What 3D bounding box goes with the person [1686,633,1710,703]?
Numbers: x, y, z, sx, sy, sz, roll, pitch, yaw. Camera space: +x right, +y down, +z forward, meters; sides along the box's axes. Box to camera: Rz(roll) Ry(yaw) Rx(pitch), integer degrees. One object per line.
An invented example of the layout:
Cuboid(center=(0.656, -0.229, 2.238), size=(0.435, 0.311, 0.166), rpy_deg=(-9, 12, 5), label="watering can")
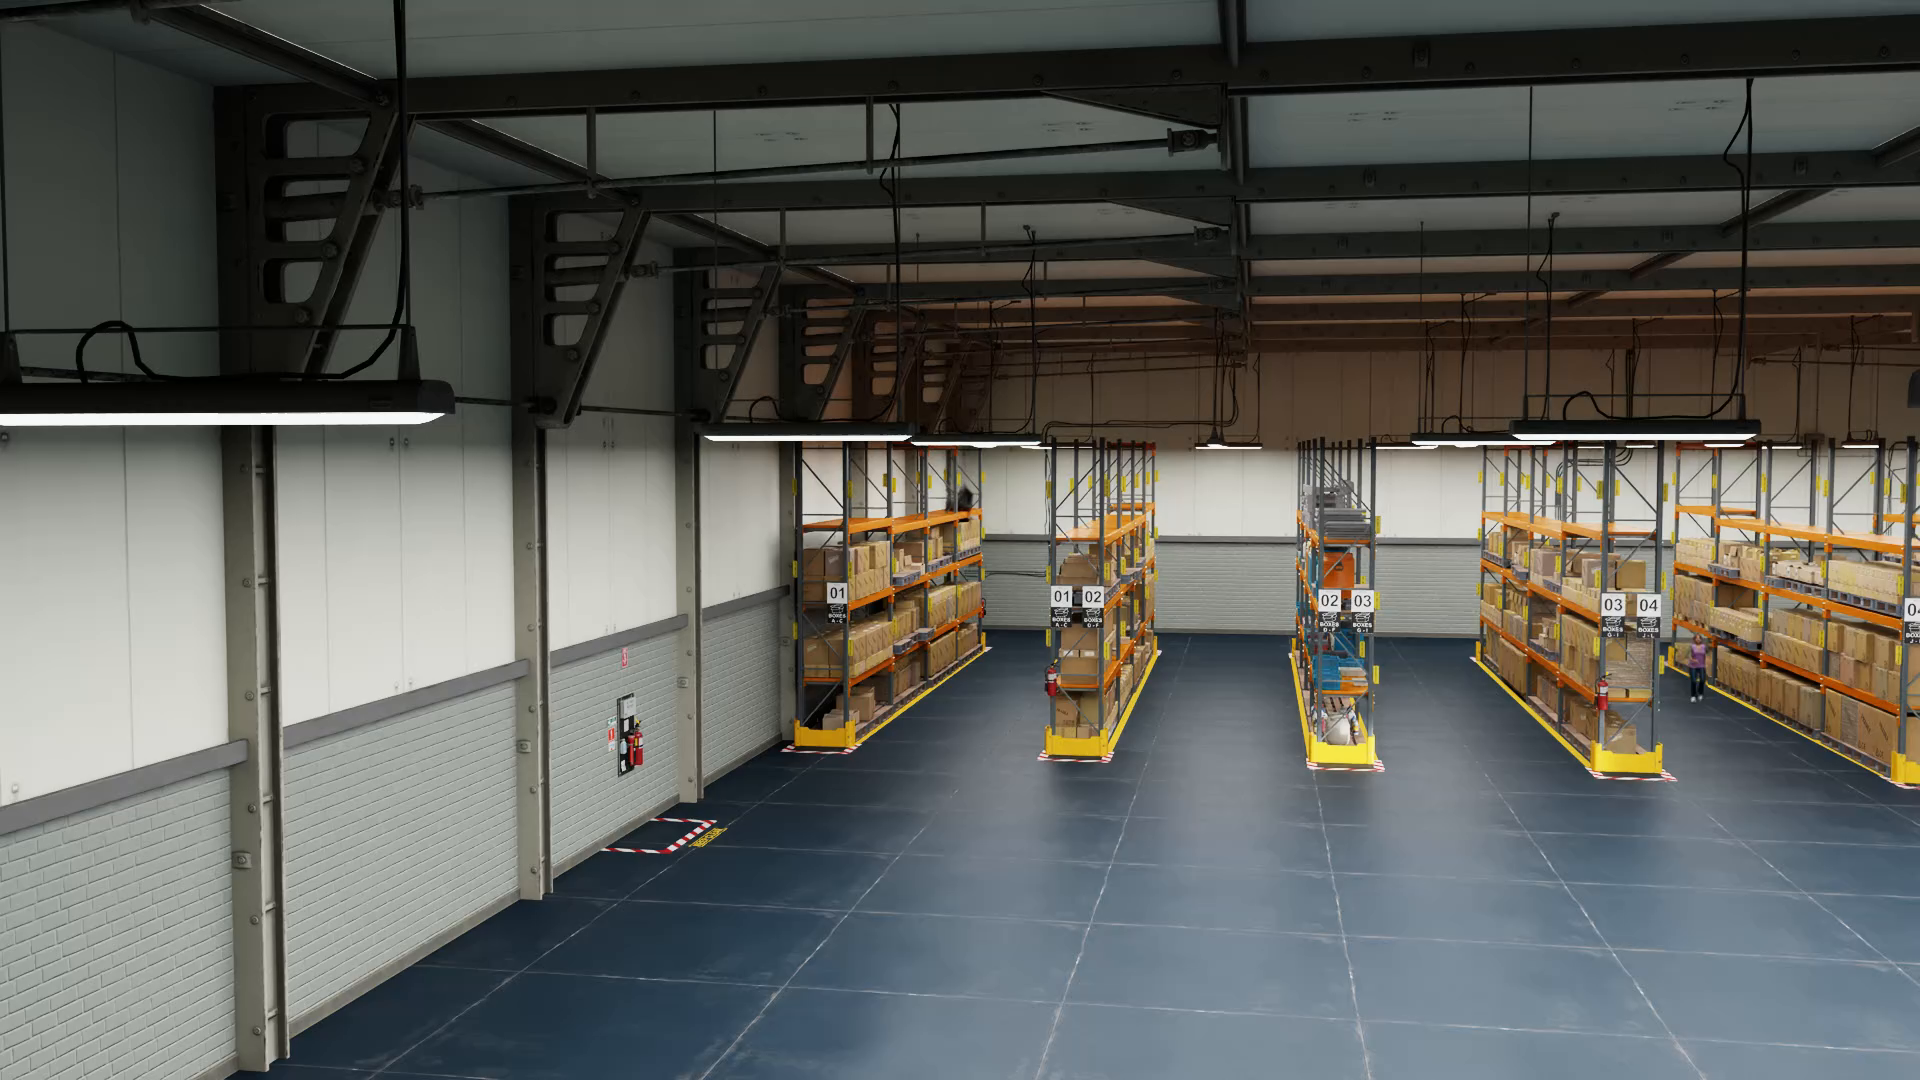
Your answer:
Cuboid(center=(16.844, 2.926, 37.929), size=(0.562, 1.595, 0.642), rpy_deg=(1, 3, 13), label="person")
